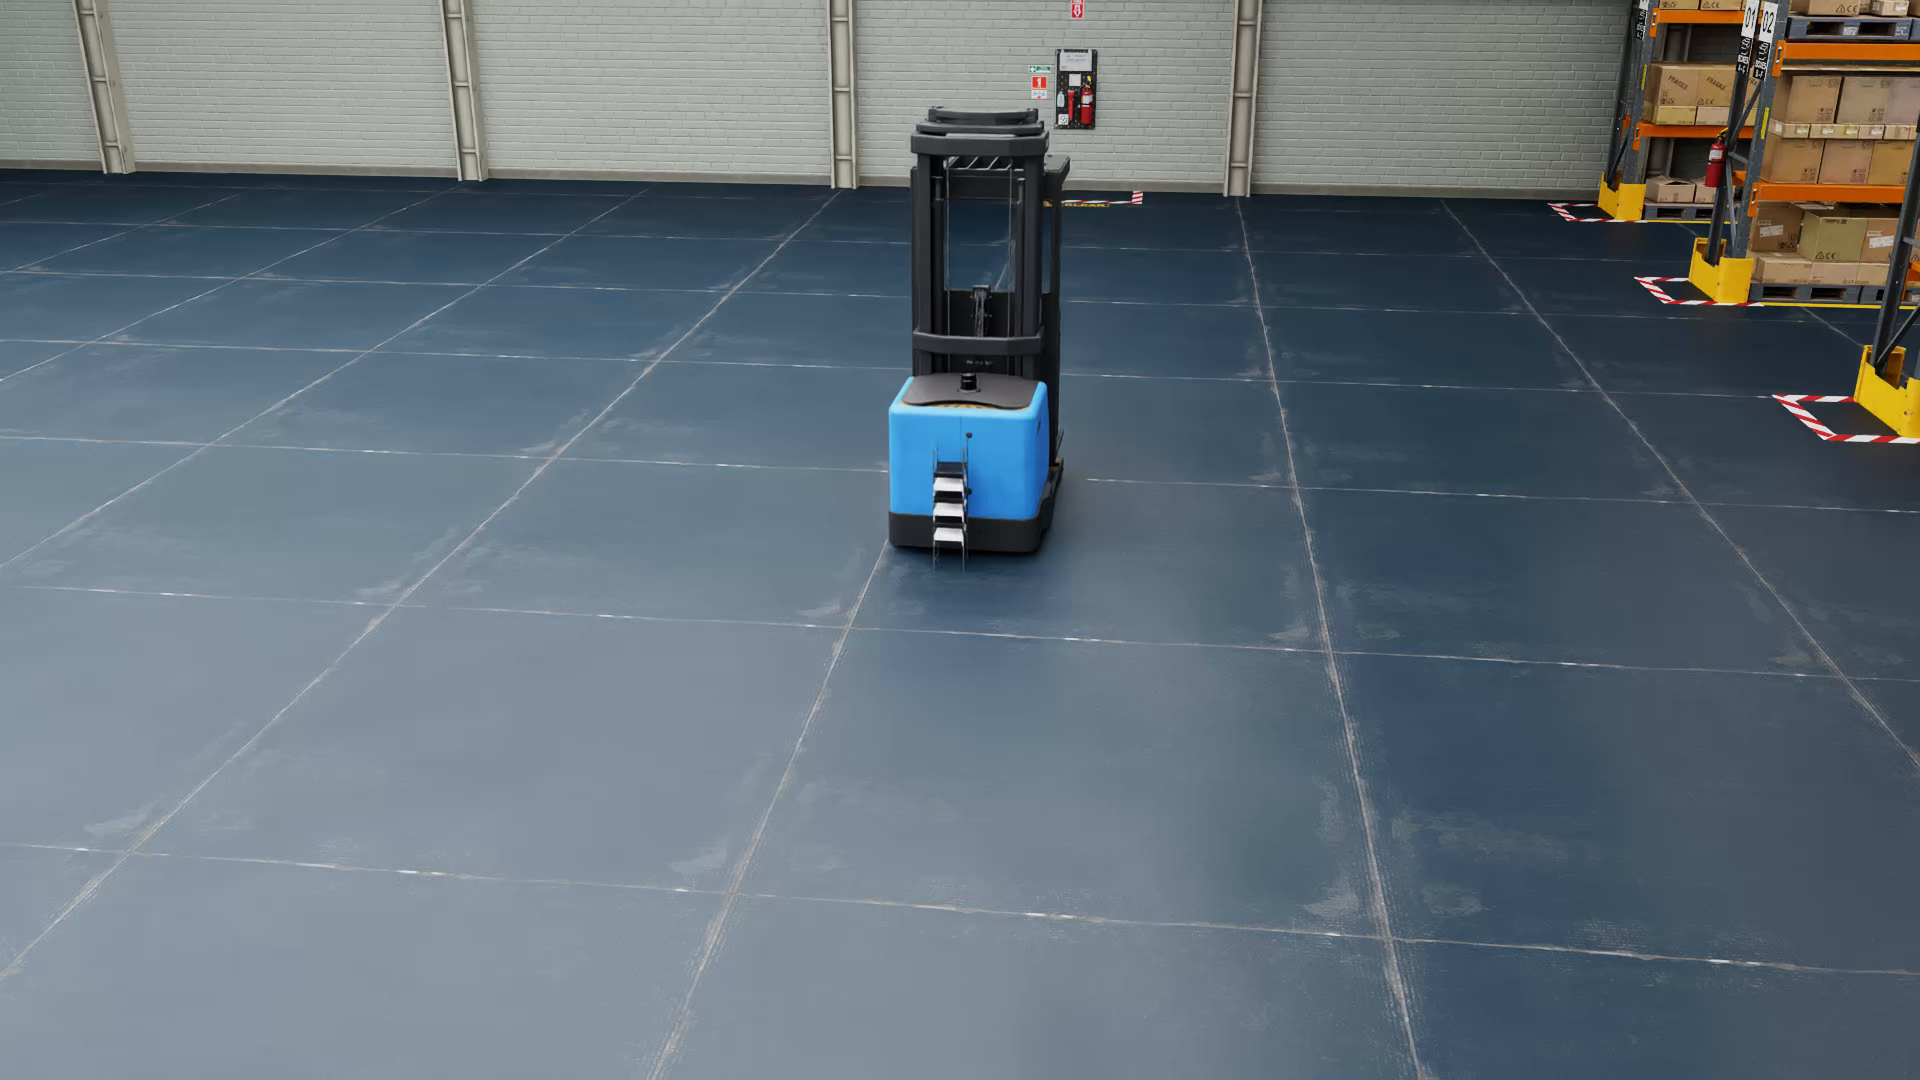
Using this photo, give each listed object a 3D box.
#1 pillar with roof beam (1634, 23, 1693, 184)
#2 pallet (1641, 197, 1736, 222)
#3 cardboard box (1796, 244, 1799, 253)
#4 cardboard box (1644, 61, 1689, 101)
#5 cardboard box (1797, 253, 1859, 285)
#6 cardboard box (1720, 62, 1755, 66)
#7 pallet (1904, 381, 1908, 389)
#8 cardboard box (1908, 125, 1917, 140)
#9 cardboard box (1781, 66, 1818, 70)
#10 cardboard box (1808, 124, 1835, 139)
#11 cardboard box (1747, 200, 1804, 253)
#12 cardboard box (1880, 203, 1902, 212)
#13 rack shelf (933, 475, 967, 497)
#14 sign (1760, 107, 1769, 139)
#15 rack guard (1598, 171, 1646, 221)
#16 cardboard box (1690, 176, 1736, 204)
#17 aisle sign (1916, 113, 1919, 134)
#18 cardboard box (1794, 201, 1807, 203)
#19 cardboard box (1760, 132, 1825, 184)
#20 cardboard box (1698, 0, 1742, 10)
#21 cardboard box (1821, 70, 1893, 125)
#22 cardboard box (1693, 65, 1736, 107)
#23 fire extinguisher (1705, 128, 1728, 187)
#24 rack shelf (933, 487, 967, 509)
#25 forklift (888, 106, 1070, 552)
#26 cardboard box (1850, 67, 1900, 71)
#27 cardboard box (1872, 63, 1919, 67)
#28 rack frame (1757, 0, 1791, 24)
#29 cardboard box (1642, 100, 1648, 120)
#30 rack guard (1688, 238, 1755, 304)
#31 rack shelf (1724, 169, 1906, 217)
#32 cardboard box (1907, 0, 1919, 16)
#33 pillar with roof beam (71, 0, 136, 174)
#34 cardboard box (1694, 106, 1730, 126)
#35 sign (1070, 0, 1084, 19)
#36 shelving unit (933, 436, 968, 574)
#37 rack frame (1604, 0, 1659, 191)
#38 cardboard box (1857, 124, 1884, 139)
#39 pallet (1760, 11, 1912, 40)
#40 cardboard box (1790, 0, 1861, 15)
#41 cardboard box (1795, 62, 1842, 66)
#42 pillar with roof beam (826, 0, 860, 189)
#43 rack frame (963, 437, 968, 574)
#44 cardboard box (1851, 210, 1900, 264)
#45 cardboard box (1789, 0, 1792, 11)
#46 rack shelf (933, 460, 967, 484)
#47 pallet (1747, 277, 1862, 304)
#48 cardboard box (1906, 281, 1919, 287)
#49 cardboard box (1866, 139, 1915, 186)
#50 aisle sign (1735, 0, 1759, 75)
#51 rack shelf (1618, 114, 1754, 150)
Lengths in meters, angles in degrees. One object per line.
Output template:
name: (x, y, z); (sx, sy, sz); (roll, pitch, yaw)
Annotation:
pillar with roof beam: (9.633, -7.577, 18.865); (0.400, 9.000, 9.100); (2, 22, 6)
pallet: (10.220, -4.725, 23.604); (1.213, 0.211, 1.003); (2, 22, 6)
cardboard box: (9.828, -3.248, 19.245); (0.500, 0.250, 0.500); (2, 22, 6)
cardboard box: (9.836, -6.419, 23.252); (0.500, 0.500, 0.500); (2, 22, 6)
cardboard box: (9.766, -3.056, 18.759); (0.500, 0.250, 0.500); (2, 22, 6)
cardboard box: (10.848, -6.372, 23.135); (0.500, 0.500, 0.500); (2, 22, 5)
pallet: (9.064, -1.136, 14.526); (1.213, 0.211, 1.003); (2, 22, 6)
cardboard box: (10.407, -4.462, 18.128); (0.250, 0.149, 0.380); (2, 22, 6)
cardboard box: (11.297, -6.163, 22.607); (0.500, 0.500, 0.500); (3, 22, 8)
cardboard box: (9.390, -4.506, 18.240); (0.250, 0.149, 0.380); (2, 22, 5)
cardboard box: (9.331, -3.615, 19.153); (0.500, 0.500, 0.500); (2, 22, 6)
cardboard box: (10.822, -3.555, 19.001); (0.500, 0.500, 0.500); (2, 22, 6)
rack shelf: (-0.064, -0.374, 11.263); (0.200, 0.077, 0.258); (3, 22, 7)
sign: (8.692, -4.501, 17.961); (0.005, 0.325, 0.100); (2, 22, 6)
rack guard: (9.418, -4.907, 23.673); (0.348, 0.500, 1.175); (2, 22, 6)
cardboard box: (10.585, -4.940, 23.414); (0.500, 0.311, 0.500); (4, 22, 11)
aisle sign: (8.140, -3.777, 13.877); (0.004, 0.787, 0.394); (2, 22, 6)
cardboard box: (11.729, -4.855, 23.420); (0.250, 0.149, 0.380); (1, 22, 2)
cardboard box: (9.225, -4.286, 18.565); (0.500, 0.500, 0.700); (3, 22, 6)
cardboard box: (10.174, -7.382, 22.289); (0.500, 0.500, 0.500); (4, 22, 10)
cardboard box: (9.801, -4.866, 18.268); (0.500, 0.500, 0.700); (2, 22, 5)
cardboard box: (10.271, -6.206, 22.714); (0.500, 0.500, 0.500); (3, 22, 6)
fire extinguisher: (8.700, -4.403, 19.102); (0.183, 0.674, 0.296); (2, 22, 6)
rack shelf: (-0.064, -0.291, 11.297); (0.200, 0.077, 0.258); (3, 22, 7)
forklift: (0.222, -1.783, 12.464); (1.130, 2.935, 3.031); (3, 22, 8)
cardboard box: (12.312, -6.115, 22.485); (0.500, 0.500, 0.500); (2, 22, 6)
cardboard box: (12.872, -6.285, 22.914); (0.500, 0.500, 0.500); (2, 22, 5)
rack frame: (8.763, -7.054, 17.543); (0.127, 3.000, 1.000); (2, 22, 6)
cardboard box: (9.829, -6.063, 23.373); (0.500, 0.250, 0.500); (3, 22, 7)
rack guard: (8.739, -3.103, 19.109); (0.348, 0.500, 1.175); (2, 22, 6)
rack shelf: (10.749, -3.843, 18.560); (4.000, 0.370, 1.077); (2, 22, 6)
cardboard box: (10.380, -5.795, 17.539); (0.500, 0.500, 0.500); (2, 22, 6)
pillar with roof beam: (-14.201, -8.615, 21.492); (0.400, 9.000, 9.100); (2, 22, 6)
cardboard box: (10.307, -5.858, 22.855); (0.500, 0.250, 0.500); (2, 22, 5)
sign: (1.735, -7.854, 24.573); (0.199, 0.298, 0.001); (2, 22, 6)
shelving unit: (-0.064, -0.238, 11.317); (0.210, 0.900, 0.258); (3, 22, 7)
rack frame: (9.342, -6.073, 23.221); (0.127, 3.000, 1.000); (2, 22, 6)
cardboard box: (9.888, -4.483, 18.182); (0.250, 0.149, 0.380); (2, 22, 5)
pallet: (9.462, -5.578, 18.010); (1.213, 0.211, 1.003); (2, 22, 6)
cardboard box: (9.333, -5.941, 17.906); (0.637, 0.503, 0.797); (4, 22, 10)
cardboard box: (11.865, -6.332, 23.034); (0.500, 0.500, 0.500); (3, 22, 8)
pillar with roof beam: (-2.284, -8.096, 20.178); (0.400, 9.000, 9.100); (2, 22, 6)
rack frame: (0.037, -0.233, 11.306); (0.006, 0.900, 0.240); (3, 22, 7)
cardboard box: (10.264, -3.387, 18.577); (0.500, 0.500, 0.500); (2, 22, 6)
cardboard box: (11.225, -7.345, 22.197); (0.500, 0.500, 0.500); (4, 22, 10)
rack shelf: (-0.064, -0.458, 11.230); (0.200, 0.077, 0.258); (3, 22, 7)
pallet: (9.527, -2.950, 19.114); (1.213, 0.211, 1.003); (2, 22, 6)
cardboard box: (10.759, -3.011, 18.645); (0.500, 0.250, 0.500); (2, 22, 6)
cardboard box: (10.240, -4.241, 18.452); (0.500, 0.500, 0.700); (3, 22, 7)
aisle sign: (8.732, -5.583, 18.447); (0.004, 0.787, 0.394); (2, 22, 6)
rack shelf: (11.329, -5.652, 23.135); (4.000, 0.370, 1.077); (2, 22, 6)
